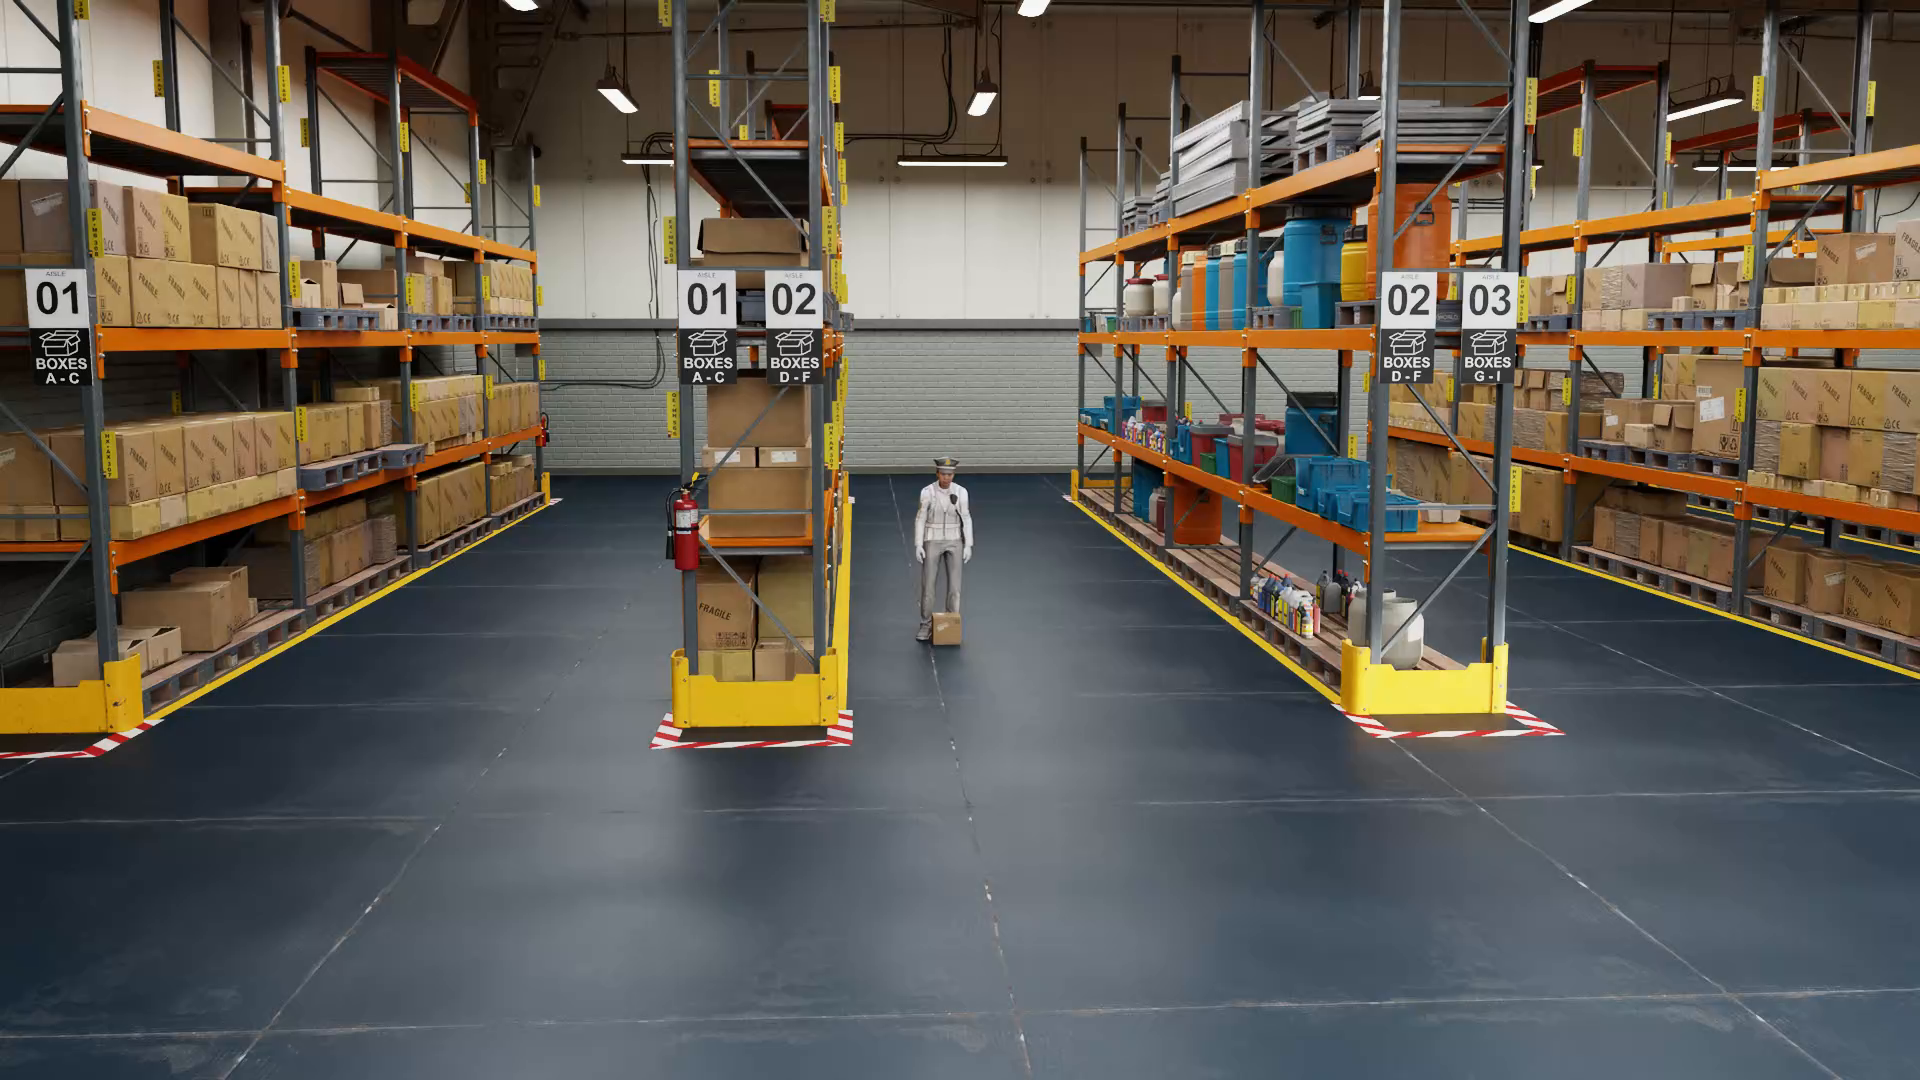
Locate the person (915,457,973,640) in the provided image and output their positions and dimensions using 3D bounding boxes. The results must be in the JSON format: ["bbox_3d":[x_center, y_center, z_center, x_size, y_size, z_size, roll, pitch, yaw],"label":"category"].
[{"bbox_3d":[-0.148,0.072,15.148,0.531,1.663,0.404,-1,7,-4],"label":"person"}]
